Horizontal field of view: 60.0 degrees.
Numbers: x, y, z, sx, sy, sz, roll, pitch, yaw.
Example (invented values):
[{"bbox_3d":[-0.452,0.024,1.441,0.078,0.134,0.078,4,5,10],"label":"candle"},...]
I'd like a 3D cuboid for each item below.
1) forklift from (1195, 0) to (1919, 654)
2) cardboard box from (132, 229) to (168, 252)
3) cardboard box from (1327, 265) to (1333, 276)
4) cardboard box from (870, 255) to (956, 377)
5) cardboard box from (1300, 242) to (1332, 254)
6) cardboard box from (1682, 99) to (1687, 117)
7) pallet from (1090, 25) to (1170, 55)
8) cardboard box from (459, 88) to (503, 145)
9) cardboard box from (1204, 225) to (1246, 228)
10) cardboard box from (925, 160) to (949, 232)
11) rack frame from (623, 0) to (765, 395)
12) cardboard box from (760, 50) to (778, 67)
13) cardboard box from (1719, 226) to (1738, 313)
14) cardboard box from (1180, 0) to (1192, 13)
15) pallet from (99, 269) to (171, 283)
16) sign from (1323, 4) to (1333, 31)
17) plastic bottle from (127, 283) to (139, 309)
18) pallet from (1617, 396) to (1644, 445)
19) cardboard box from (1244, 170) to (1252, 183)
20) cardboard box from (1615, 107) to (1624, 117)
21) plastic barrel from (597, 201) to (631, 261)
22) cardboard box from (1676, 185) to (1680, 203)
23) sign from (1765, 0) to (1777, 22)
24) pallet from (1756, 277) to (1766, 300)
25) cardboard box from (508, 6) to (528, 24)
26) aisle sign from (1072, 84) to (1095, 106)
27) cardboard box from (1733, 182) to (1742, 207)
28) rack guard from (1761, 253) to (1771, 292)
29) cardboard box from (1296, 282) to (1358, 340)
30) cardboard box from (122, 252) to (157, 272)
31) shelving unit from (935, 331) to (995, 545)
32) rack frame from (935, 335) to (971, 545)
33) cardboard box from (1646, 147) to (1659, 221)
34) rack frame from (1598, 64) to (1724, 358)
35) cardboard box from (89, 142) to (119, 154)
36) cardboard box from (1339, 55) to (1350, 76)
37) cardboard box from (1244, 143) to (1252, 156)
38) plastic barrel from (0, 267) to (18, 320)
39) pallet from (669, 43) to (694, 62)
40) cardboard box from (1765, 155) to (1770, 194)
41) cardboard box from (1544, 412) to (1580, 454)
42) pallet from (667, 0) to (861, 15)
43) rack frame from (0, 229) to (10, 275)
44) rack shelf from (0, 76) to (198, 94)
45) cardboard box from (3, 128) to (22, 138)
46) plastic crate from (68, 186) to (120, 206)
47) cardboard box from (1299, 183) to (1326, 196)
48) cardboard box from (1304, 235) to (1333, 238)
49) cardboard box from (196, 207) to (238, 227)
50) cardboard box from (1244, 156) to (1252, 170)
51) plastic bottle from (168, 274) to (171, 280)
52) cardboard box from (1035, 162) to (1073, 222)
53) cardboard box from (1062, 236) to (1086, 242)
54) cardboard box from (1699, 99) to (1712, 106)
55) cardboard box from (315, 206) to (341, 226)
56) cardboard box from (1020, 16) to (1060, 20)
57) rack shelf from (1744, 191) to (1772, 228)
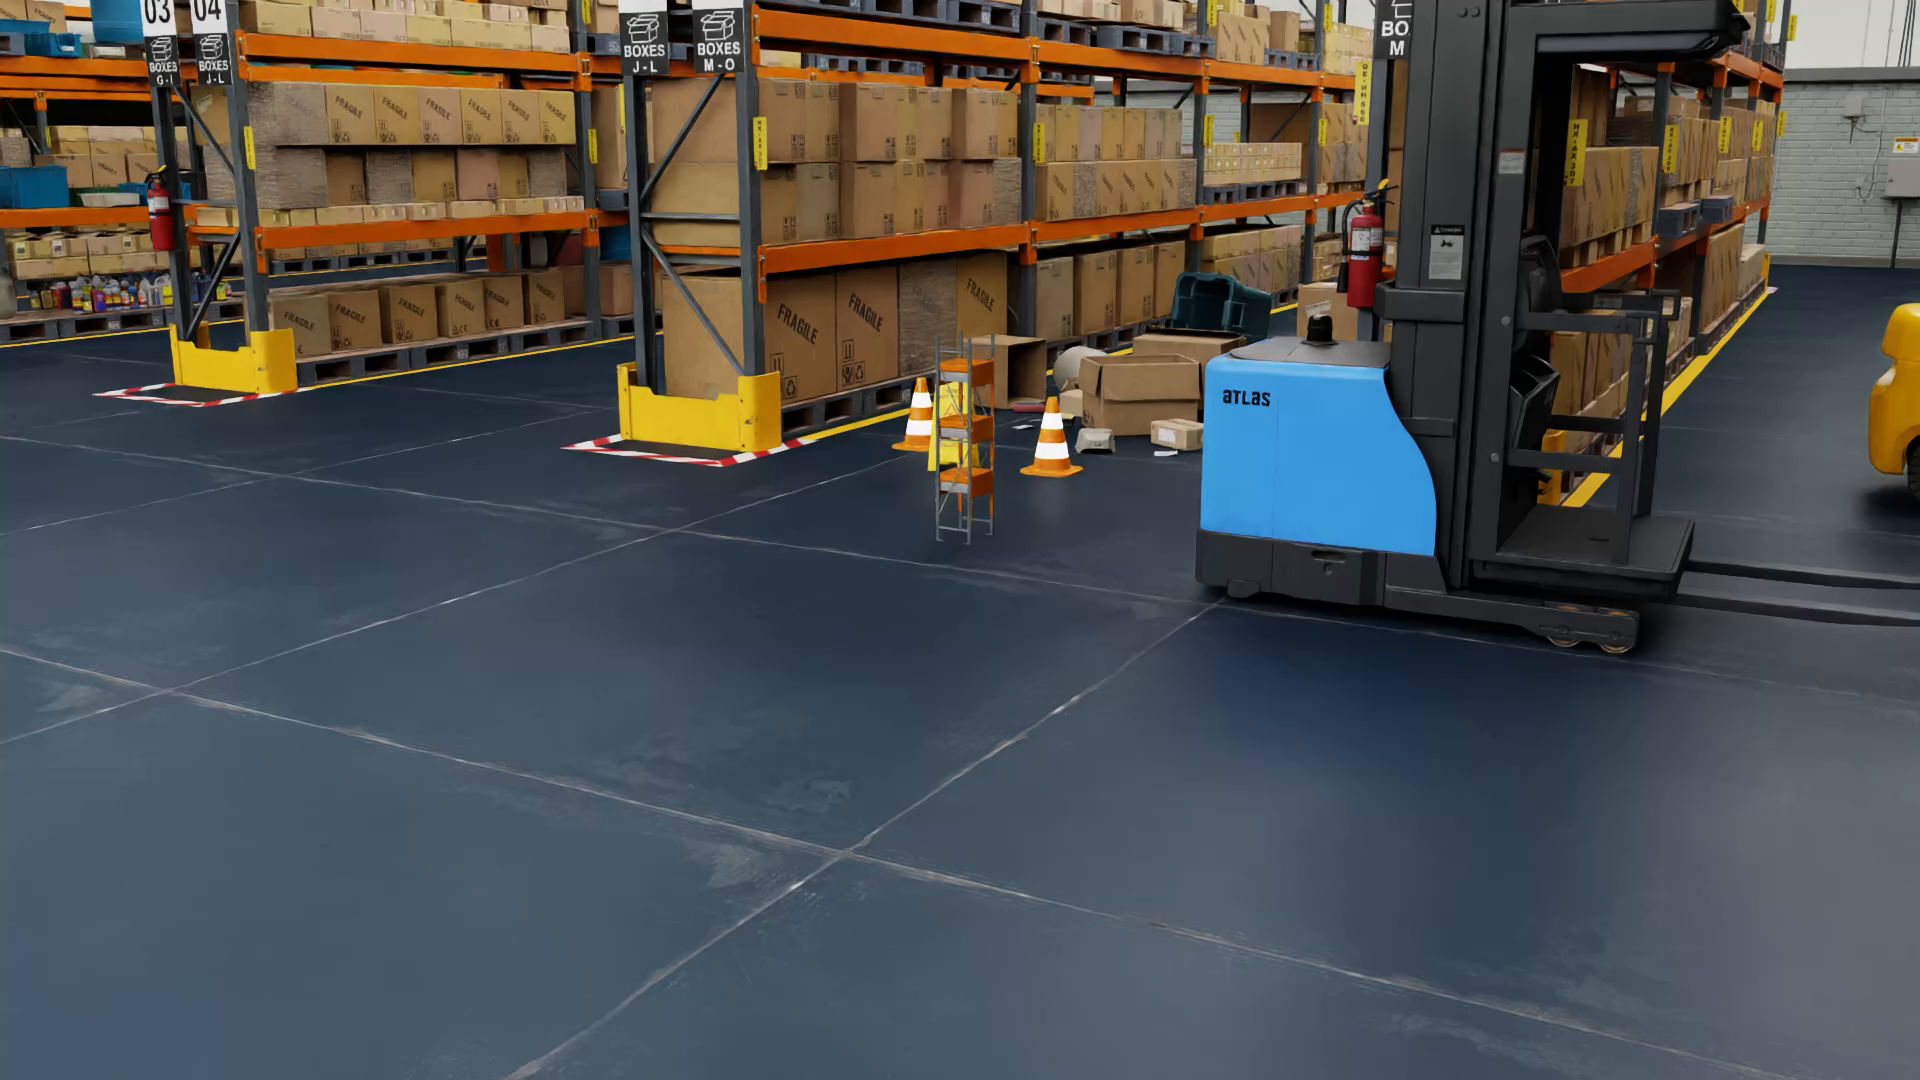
[{"bbox_3d":[2.609,-1.113,6.895,3.031,2.935,1.130,7,15,26],"label":"forklift"},{"bbox_3d":[-11.382,-4.275,23.639,0.500,0.311,0.500,7,15,28],"label":"cardboard box"},{"bbox_3d":[4.784,-3.621,22.341,0.380,0.149,0.250,7,15,27],"label":"cardboard box"},{"bbox_3d":[-0.620,-1.819,13.316,0.875,0.875,0.875,8,15,28],"label":"cardboard box"},{"bbox_3d":[4.763,-3.913,22.284,0.380,0.149,0.250,7,15,27],"label":"cardboard box"},{"bbox_3d":[5.532,-3.418,13.182,0.380,0.149,0.250,8,16,31],"label":"cardboard box"},{"bbox_3d":[1.308,-4.773,15.936,1.003,0.211,1.213,8,16,31],"label":"pallet"},{"bbox_3d":[-4.575,-3.887,15.277,0.500,0.500,0.500,7,15,28],"label":"cardboard box"},{"bbox_3d":[3.201,-3.718,20.392,0.500,0.250,0.500,8,16,30],"label":"cardboard box"},{"bbox_3d":[-0.600,-2.737,13.167,0.875,0.550,0.550,7,15,28],"label":"cardboard box"},{"bbox_3d":[-1.756,-2.133,10.983,1.000,3.000,0.127,7,15,28],"label":"rack frame"},{"bbox_3d":[-2.425,-5.514,18.926,0.500,0.250,0.500,7,15,28],"label":"cardboard box"},{"bbox_3d":[7.767,-2.904,17.817,0.875,0.875,0.875,8,16,30],"label":"cardboard box"},{"bbox_3d":[2.314,-5.873,18.248,0.396,0.266,0.258,7,15,28],"label":"cardboard box"},{"bbox_3d":[-11.875,-3.711,23.477,1.003,0.211,1.213,7,15,28],"label":"pallet"},{"bbox_3d":[4.532,-6.434,20.479,0.100,0.325,0.005,7,15,28],"label":"sign"},{"bbox_3d":[-8.924,-2.634,17.942,0.097,0.271,0.097,0,14,0],"label":"plastic bottle"},{"bbox_3d":[4.266,-0.917,11.885,1.003,0.211,1.213,7,15,28],"label":"pallet"},{"bbox_3d":[3.143,-4.198,19.186,0.380,0.149,0.250,8,16,29],"label":"cardboard box"},{"bbox_3d":[6.514,-3.905,15.985,0.500,0.500,0.500,7,15,27],"label":"cardboard box"},{"bbox_3d":[-5.204,-4.668,25.079,0.600,0.901,0.708,7,15,28],"label":"plastic barrel"},{"bbox_3d":[5.463,-2.739,13.133,0.380,0.149,0.250,8,16,29],"label":"cardboard box"},{"bbox_3d":[8.907,-5.858,18.259,0.100,0.325,0.005,7,15,28],"label":"sign"},{"bbox_3d":[10.043,-3.347,21.968,1.003,0.211,1.213,7,15,28],"label":"pallet"},{"bbox_3d":[-4.274,-4.911,15.572,0.380,0.149,0.250,7,15,25],"label":"cardboard box"},{"bbox_3d":[1.983,-7.243,26.632,0.394,0.787,0.004,7,15,28],"label":"aisle sign"},{"bbox_3d":[8.184,-3.757,18.039,0.500,0.250,0.500,7,15,27],"label":"cardboard box"},{"bbox_3d":[10.372,-3.666,22.672,1.175,0.500,0.348,7,15,28],"label":"rack guard"},{"bbox_3d":[2.987,-1.762,13.162,0.500,0.500,0.500,7,15,28],"label":"cardboard box"},{"bbox_3d":[-11.631,-3.898,23.272,0.500,0.250,0.500,8,16,29],"label":"cardboard box"},{"bbox_3d":[0.026,-0.521,8.456,0.215,1.050,0.252,7,15,28],"label":"shelving unit"},{"bbox_3d":[-0.033,-0.496,8.352,0.200,1.050,0.008,7,15,28],"label":"rack frame"},{"bbox_3d":[4.562,-2.488,11.605,0.500,0.500,0.500,7,15,27],"label":"cardboard box"},{"bbox_3d":[6.493,-3.235,15.551,1.000,3.000,0.127,7,15,28],"label":"rack frame"},{"bbox_3d":[-14.470,-6.421,27.877,0.500,0.500,0.500,8,16,30],"label":"cardboard box"},{"bbox_3d":[4.734,-6.150,21.562,0.500,0.250,0.500,7,15,27],"label":"cardboard box"},{"bbox_3d":[3.138,-4.489,19.123,0.380,0.149,0.250,8,16,30],"label":"cardboard box"},{"bbox_3d":[-9.891,-2.519,16.993,0.421,0.512,0.421,0,14,0],"label":"plastic barrel"},{"bbox_3d":[-3.225,-5.231,17.834,1.213,0.211,1.003,7,15,28],"label":"pallet"},{"bbox_3d":[10.103,-4.694,21.392,0.500,0.500,0.500,7,15,27],"label":"cardboard box"},{"bbox_3d":[3.258,-0.595,9.572,0.500,0.250,0.500,7,15,28],"label":"cardboard box"},{"bbox_3d":[-1.407,-3.702,11.278,1.003,0.211,1.213,7,15,28],"label":"pallet"},{"bbox_3d":[-12.786,-4.660,21.463,1.000,3.000,0.127,7,15,28],"label":"rack frame"},{"bbox_3d":[-11.819,-6.179,22.897,1.077,0.370,4.000,7,15,28],"label":"rack shelf"},{"bbox_3d":[-15.331,-6.545,26.745,0.380,0.149,0.250,5,15,21],"label":"cardboard box"},{"bbox_3d":[-9.355,-3.748,18.134,0.450,0.188,0.662,7,15,28],"label":"plastic crate"},{"bbox_3d":[4.468,-4.494,21.312,0.380,0.149,0.250,8,16,30],"label":"cardboard box"},{"bbox_3d":[5.119,-4.287,23.833,0.380,0.149,0.250,7,15,25],"label":"cardboard box"},{"bbox_3d":[-6.092,-2.676,13.769,0.380,0.149,0.250,7,15,28],"label":"cardboard box"},{"bbox_3d":[3.142,-4.342,19.150,0.380,0.149,0.250,7,15,28],"label":"cardboard box"},{"bbox_3d":[-9.028,-2.894,18.996,0.061,0.283,0.133,7,15,28],"label":"plastic bottle"},{"bbox_3d":[0.667,-3.080,14.696,0.500,0.500,0.500,8,15,29],"label":"cardboard box"},{"bbox_3d":[1.446,-5.030,26.634,0.875,0.875,0.875,7,15,28],"label":"cardboard box"},{"bbox_3d":[8.520,-5.046,19.335,0.380,0.149,0.250,8,16,29],"label":"cardboard box"},{"bbox_3d":[-5.431,-2.724,13.969,0.380,0.149,0.250,7,15,28],"label":"cardboard box"},{"bbox_3d":[0.582,-4.870,15.146,0.500,0.250,0.500,7,15,28],"label":"cardboard box"},{"bbox_3d":[9.394,-4.116,20.741,1.077,0.370,4.000,7,15,28],"label":"rack shelf"}]
